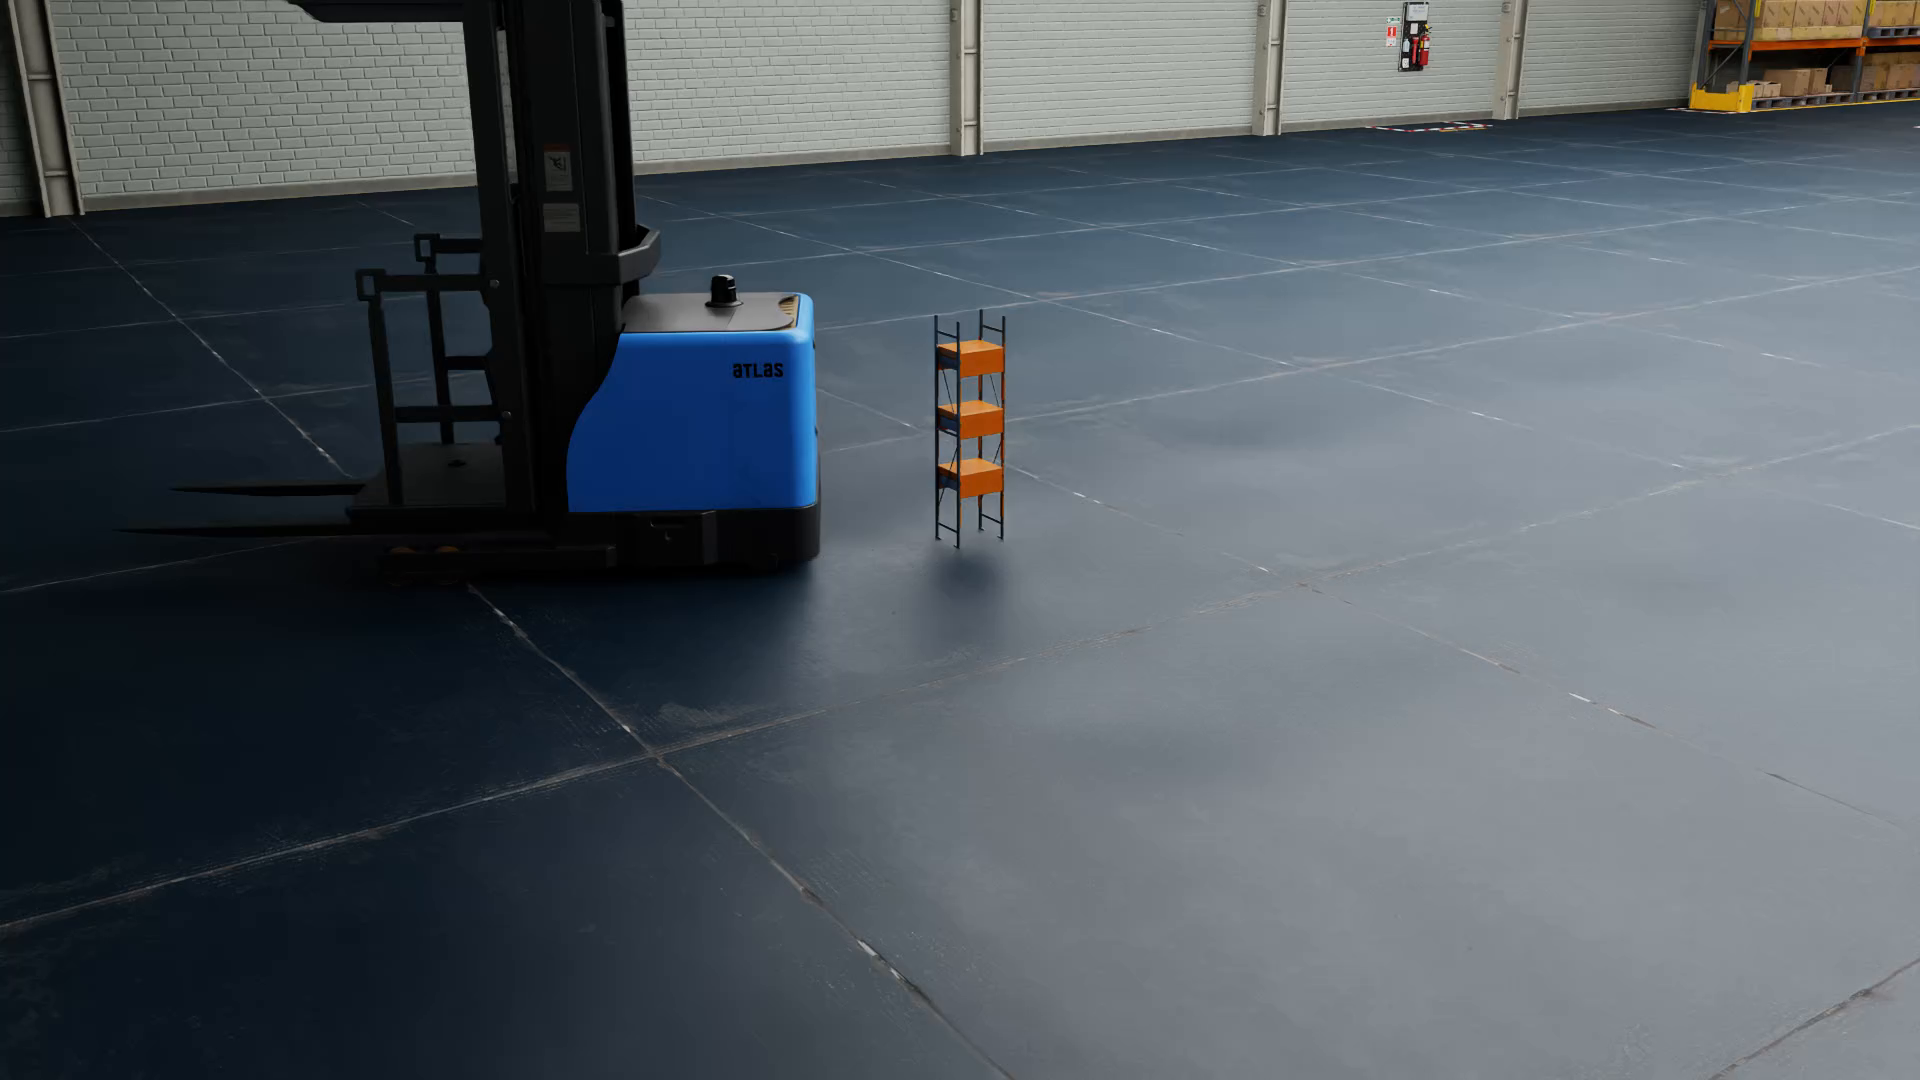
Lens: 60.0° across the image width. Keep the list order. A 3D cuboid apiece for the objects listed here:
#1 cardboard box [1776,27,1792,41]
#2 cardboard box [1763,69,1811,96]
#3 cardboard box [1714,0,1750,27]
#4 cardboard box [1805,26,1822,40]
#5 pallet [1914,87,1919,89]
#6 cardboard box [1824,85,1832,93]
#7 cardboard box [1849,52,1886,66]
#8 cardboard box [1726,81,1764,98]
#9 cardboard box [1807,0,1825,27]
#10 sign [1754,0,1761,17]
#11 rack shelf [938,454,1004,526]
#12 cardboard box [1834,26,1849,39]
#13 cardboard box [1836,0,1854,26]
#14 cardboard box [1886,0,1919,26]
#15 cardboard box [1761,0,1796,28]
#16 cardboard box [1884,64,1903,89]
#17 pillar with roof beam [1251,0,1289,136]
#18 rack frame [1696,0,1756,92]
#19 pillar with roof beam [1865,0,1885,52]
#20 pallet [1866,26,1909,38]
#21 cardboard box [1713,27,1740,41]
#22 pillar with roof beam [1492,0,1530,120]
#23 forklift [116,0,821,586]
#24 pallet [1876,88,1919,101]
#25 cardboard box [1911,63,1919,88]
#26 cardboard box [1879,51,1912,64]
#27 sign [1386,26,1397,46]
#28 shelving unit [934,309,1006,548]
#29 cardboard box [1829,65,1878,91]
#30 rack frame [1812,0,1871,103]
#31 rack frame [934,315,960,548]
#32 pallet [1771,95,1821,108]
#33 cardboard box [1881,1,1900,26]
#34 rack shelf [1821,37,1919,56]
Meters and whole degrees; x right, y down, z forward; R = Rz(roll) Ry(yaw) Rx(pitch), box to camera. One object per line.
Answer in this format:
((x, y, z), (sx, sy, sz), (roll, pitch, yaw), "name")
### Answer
((16.029, -9.990, 32.815), (0.500, 0.250, 0.500), (-13, 22, -33), "cardboard box")
((16.765, -9.294, 33.768), (0.500, 0.500, 0.700), (-14, 23, -35), "cardboard box")
((15.298, -10.389, 32.824), (0.500, 0.500, 0.500), (-12, 22, -32), "cardboard box")
((16.882, -10.167, 33.337), (0.500, 0.250, 0.500), (-12, 22, -31), "cardboard box")
((21.049, -9.906, 36.718), (1.213, 0.211, 1.003), (-12, 22, -31), "pallet")
((17.932, -9.424, 34.674), (0.250, 0.166, 0.380), (-16, 24, -38), "cardboard box")
((19.334, -10.252, 35.432), (0.500, 0.250, 0.500), (-12, 22, -33), "cardboard box")
((15.649, -8.988, 33.159), (0.500, 0.311, 0.500), (-15, 24, -37), "cardboard box")
((16.863, -10.521, 33.213), (0.500, 0.500, 0.500), (-11, 22, -30), "cardboard box")
((15.320, -10.221, 31.941), (0.005, 0.325, 0.100), (-12, 22, -31), "sign")
((0.045, -0.233, 7.697), (0.240, 0.259, 0.215), (-12, 22, -31), "rack shelf")
((17.713, -10.349, 33.874), (0.500, 0.250, 0.500), (-12, 22, -31), "cardboard box")
((17.724, -10.698, 33.738), (0.500, 0.500, 0.500), (-12, 22, -32), "cardboard box")
((20.288, -11.310, 35.671), (0.500, 0.500, 0.700), (-12, 22, -31), "cardboard box")
((16.004, -10.337, 32.671), (0.500, 0.500, 0.500), (-12, 22, -31), "cardboard box")
((19.820, -10.002, 35.863), (0.500, 0.500, 0.700), (-12, 22, -31), "cardboard box")
((7.476, -9.887, 22.939), (0.400, 9.000, 9.100), (-12, 22, -31), "pillar with roof beam")
((15.021, -9.956, 32.509), (0.127, 3.000, 1.000), (-12, 22, -31), "rack frame")
((22.509, -13.058, 32.318), (0.400, 9.000, 9.100), (-12, 22, -31), "pillar with roof beam")
((19.080, -10.665, 34.907), (1.213, 0.211, 1.003), (-12, 22, -31), "pallet")
((15.305, -10.028, 32.927), (0.500, 0.250, 0.500), (-12, 22, -31), "cardboard box")
((12.487, -10.944, 26.065), (0.400, 9.000, 9.100), (-12, 22, -31), "pillar with roof beam")
((-2.163, -1.364, 7.204), (3.031, 2.935, 1.130), (-1, 19, -4), "forklift")
((20.032, -9.693, 36.086), (1.213, 0.211, 1.003), (-12, 22, -31), "pallet")
((20.636, -10.189, 36.414), (0.500, 0.500, 0.700), (-12, 22, -31), "cardboard box")
((20.193, -10.428, 35.951), (0.500, 0.250, 0.500), (-12, 22, -32), "cardboard box")
((7.516, -8.775, 28.963), (0.234, 0.329, 0.001), (-12, 22, -31), "sign")
((0.045, -0.507, 7.605), (0.252, 1.050, 0.215), (-12, 22, -31), "shelving unit")
((18.968, -9.819, 35.320), (0.500, 0.500, 0.700), (-11, 22, -30), "cardboard box")
((18.362, -10.660, 34.593), (0.127, 3.000, 1.000), (-12, 22, -31), "rack frame")
((-0.057, -0.485, 7.541), (0.008, 1.050, 0.200), (-12, 22, -31), "rack frame")
((16.801, -8.995, 34.022), (1.213, 0.211, 1.003), (-12, 22, -31), "pallet")
((19.277, -11.093, 35.030), (0.500, 0.500, 0.700), (-9, 21, -26), "cardboard box")
((20.033, -10.672, 35.751), (4.000, 0.370, 1.077), (-12, 22, -31), "rack shelf")
